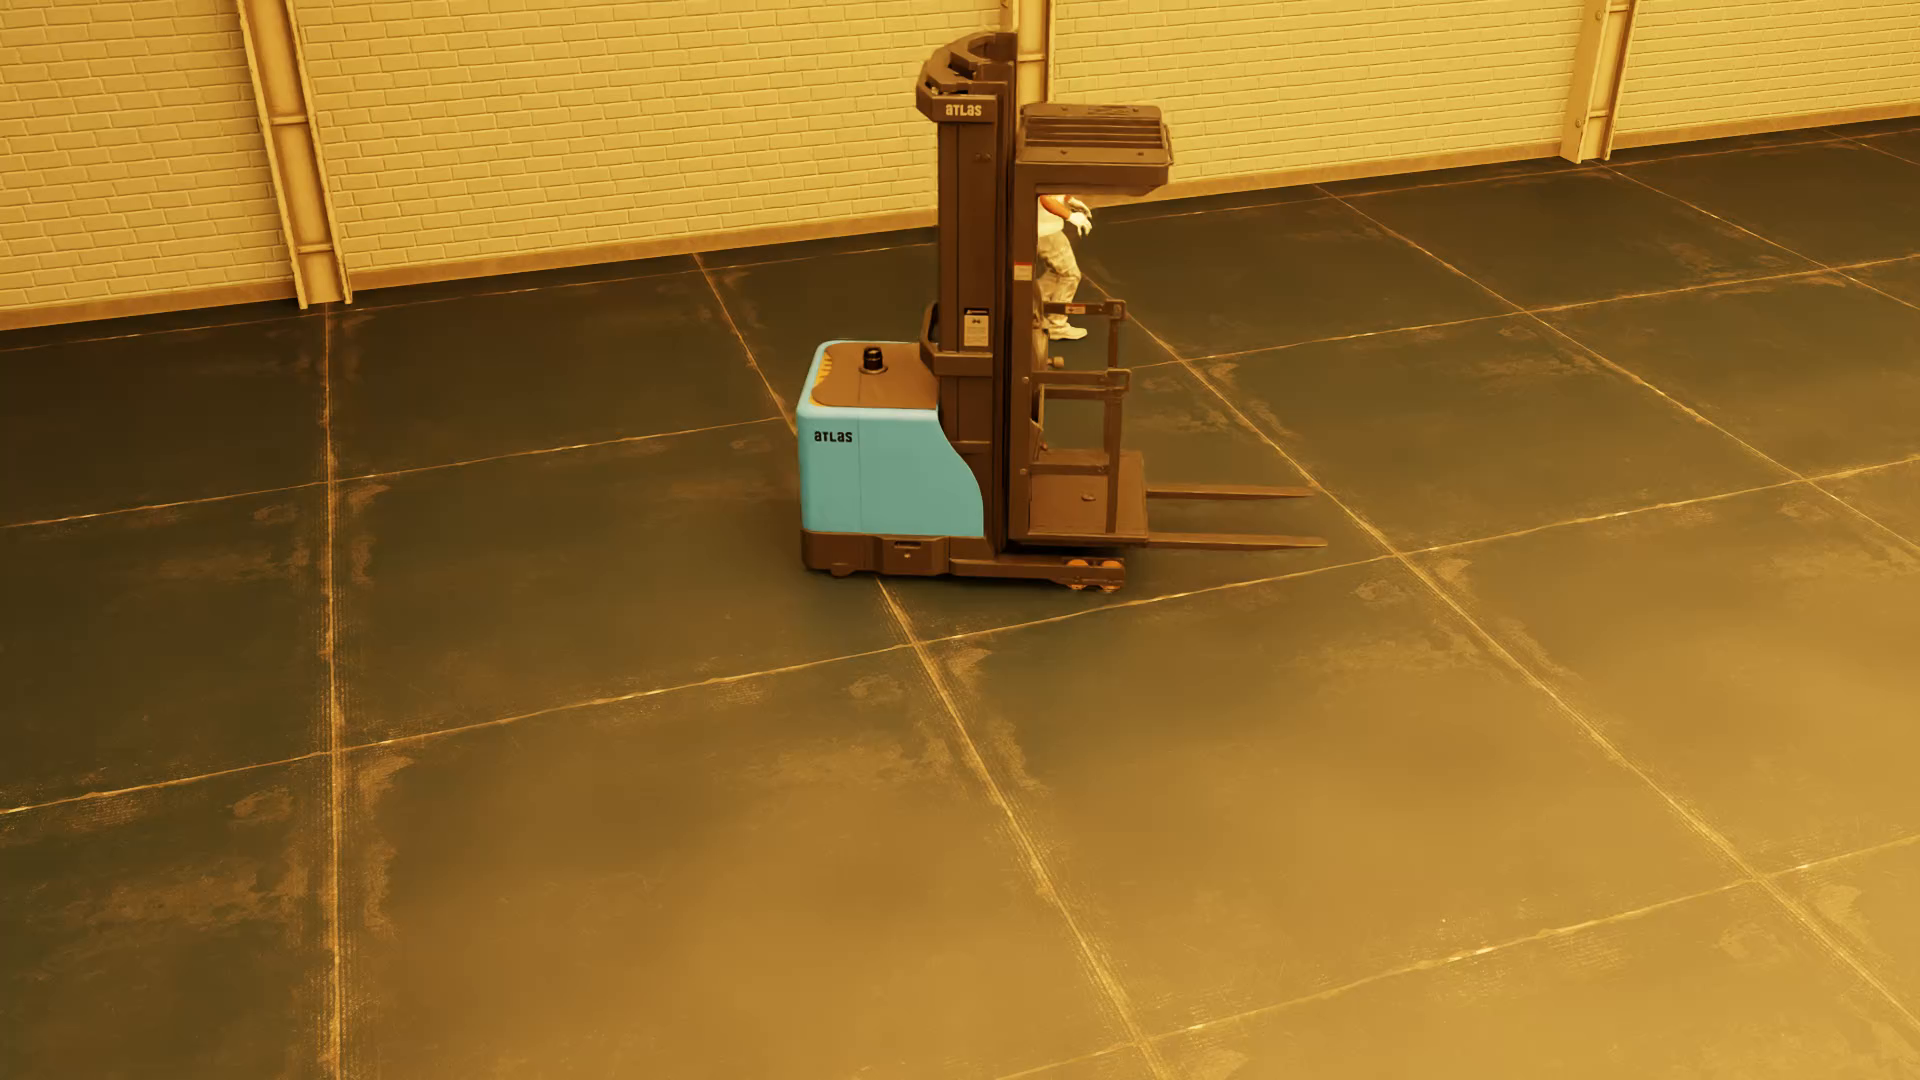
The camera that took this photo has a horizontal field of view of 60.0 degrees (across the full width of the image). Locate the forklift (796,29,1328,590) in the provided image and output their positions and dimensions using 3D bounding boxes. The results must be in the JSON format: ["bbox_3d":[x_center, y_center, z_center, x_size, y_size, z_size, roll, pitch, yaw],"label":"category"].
[{"bbox_3d":[0.615,-1.258,9.274,3.031,2.935,1.130,2,30,3],"label":"forklift"}]

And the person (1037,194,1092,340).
[{"bbox_3d":[0.727,-2.330,12.387,0.592,1.723,0.808,-2,30,-3],"label":"person"}]
